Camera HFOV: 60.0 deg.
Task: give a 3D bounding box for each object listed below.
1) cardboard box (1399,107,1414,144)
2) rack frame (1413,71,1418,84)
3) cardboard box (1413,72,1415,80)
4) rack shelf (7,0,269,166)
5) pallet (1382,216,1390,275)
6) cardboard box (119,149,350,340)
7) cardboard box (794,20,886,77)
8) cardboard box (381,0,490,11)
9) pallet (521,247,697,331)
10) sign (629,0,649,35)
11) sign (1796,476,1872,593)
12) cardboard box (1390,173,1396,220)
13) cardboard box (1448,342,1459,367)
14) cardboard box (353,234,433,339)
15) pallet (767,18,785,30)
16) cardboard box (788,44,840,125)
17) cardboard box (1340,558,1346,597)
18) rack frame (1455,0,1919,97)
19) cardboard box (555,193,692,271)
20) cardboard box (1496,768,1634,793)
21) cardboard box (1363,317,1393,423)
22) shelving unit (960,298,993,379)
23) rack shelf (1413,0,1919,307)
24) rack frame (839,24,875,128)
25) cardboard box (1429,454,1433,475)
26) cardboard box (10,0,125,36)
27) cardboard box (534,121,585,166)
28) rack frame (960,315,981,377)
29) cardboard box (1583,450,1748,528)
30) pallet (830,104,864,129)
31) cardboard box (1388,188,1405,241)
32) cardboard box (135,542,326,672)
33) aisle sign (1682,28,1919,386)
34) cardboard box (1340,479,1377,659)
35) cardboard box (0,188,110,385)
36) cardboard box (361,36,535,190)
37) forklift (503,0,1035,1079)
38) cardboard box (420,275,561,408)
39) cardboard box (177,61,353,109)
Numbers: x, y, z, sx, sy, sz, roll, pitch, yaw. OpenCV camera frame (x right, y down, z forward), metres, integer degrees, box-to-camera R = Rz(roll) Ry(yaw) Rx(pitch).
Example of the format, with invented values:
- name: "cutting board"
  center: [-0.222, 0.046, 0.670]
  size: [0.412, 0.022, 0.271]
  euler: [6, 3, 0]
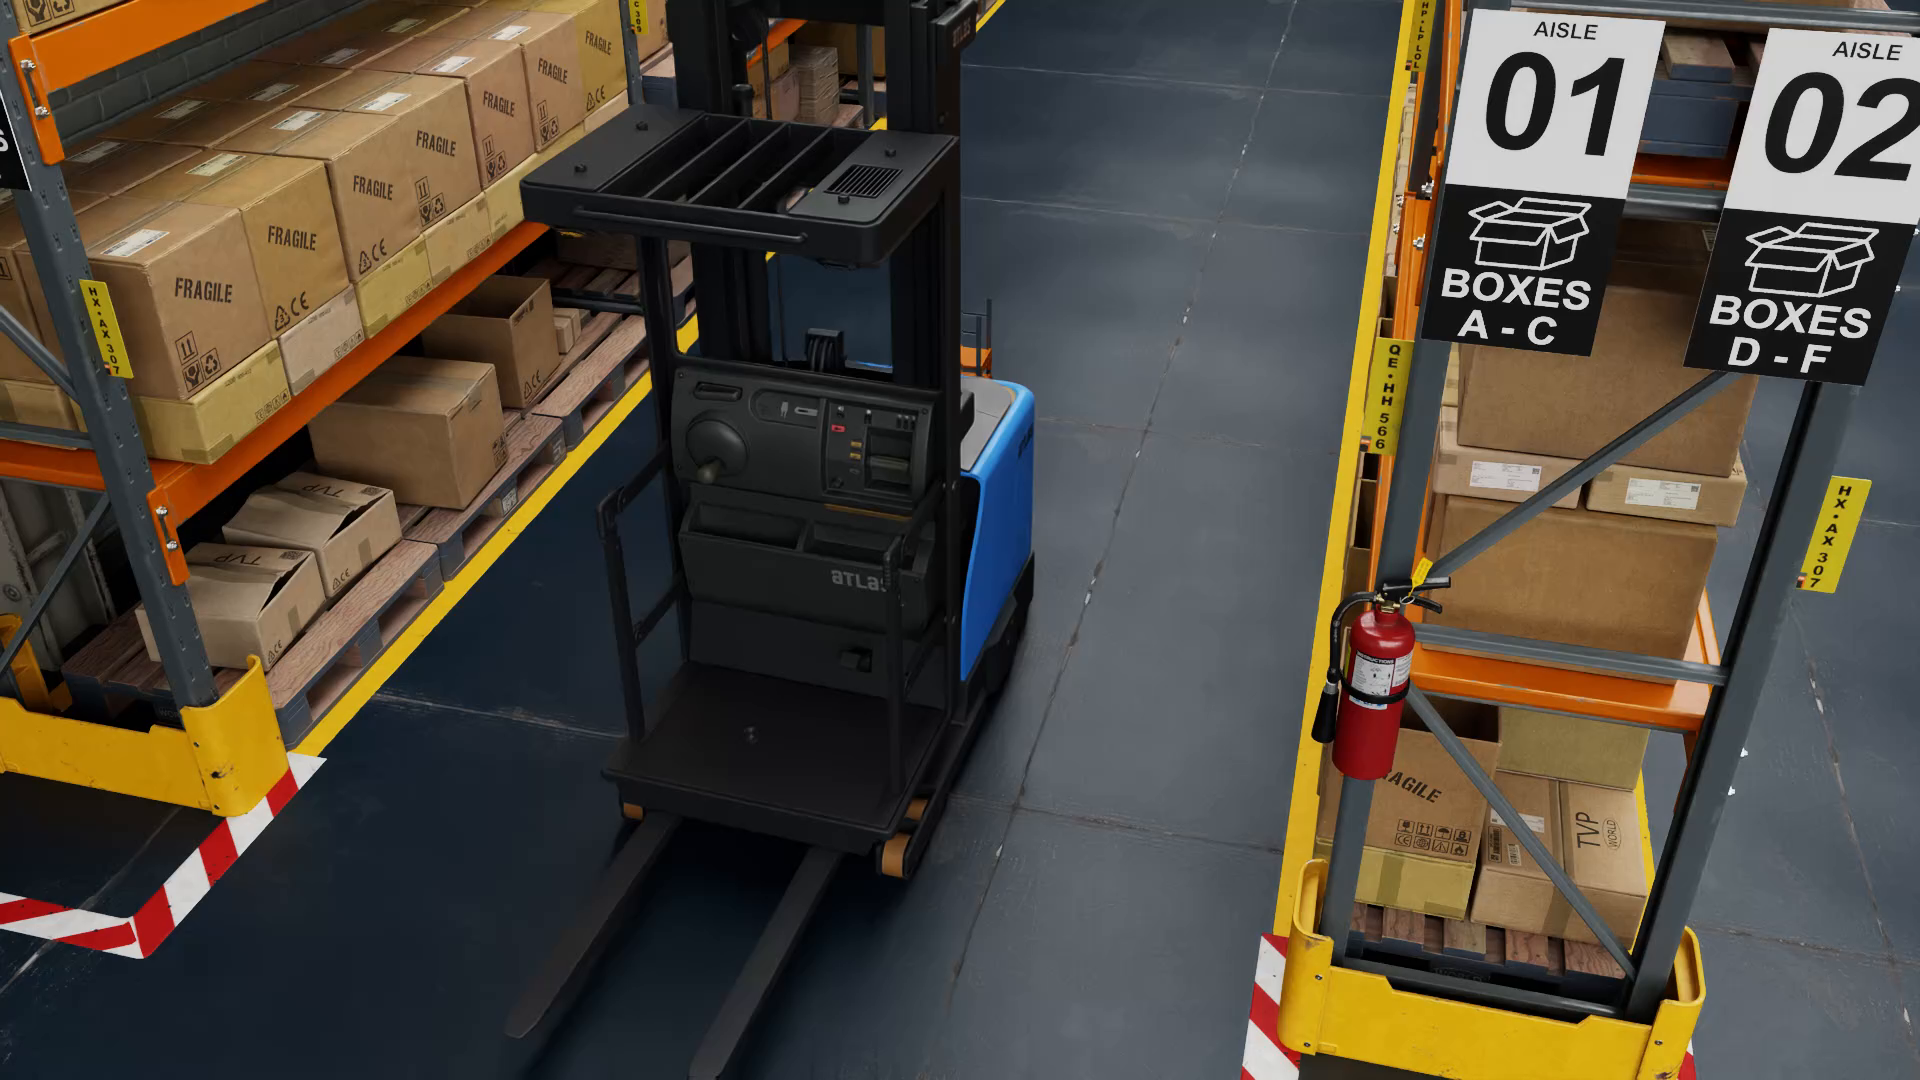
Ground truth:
- name: "cardboard box"
  center: [3.095, -2.591, 10.678]
  size: [0.500, 0.311, 0.500]
  euler: [7, 33, 11]
- name: "rack frame"
  center: [3.637, -3.843, 10.999]
  size: [1.000, 3.000, 0.127]
  euler: [8, 33, 12]
- name: "cardboard box"
  center: [3.648, -3.491, 12.365]
  size: [0.500, 0.500, 0.500]
  euler: [9, 34, 14]
- name: "rack shelf"
  center: [-2.678, -2.364, 6.547]
  size: [1.077, 0.370, 4.000]
  euler: [8, 33, 12]
- name: "pallet"
  center: [3.079, -1.613, 10.090]
  size: [1.003, 0.211, 1.213]
  euler: [8, 33, 12]
- name: "cardboard box"
  center: [-2.638, -1.087, 6.087]
  size: [0.500, 0.500, 0.500]
  euler: [8, 33, 13]
- name: "cardboard box"
  center: [-0.842, -4.149, 13.093]
  size: [0.750, 0.750, 0.750]
  euler: [8, 33, 12]
- name: "cardboard box"
  center: [-2.492, -2.486, 8.286]
  size: [0.500, 0.500, 0.500]
  euler: [7, 33, 11]
- name: "pallet"
  center: [-1.974, -1.667, 10.175]
  size: [1.003, 0.211, 1.213]
  euler: [8, 33, 12]
- name: "sign"
  center: [-1.643, -2.735, 8.449]
  size: [0.100, 0.325, 0.005]
  euler: [8, 33, 12]
- name: "sign"
  center: [2.142, -0.011, 4.091]
  size: [0.100, 0.325, 0.005]
  euler: [8, 33, 12]
- name: "cardboard box"
  center: [2.968, -2.096, 10.423]
  size: [0.500, 0.250, 0.500]
  euler: [7, 33, 11]
- name: "cardboard box"
  center: [1.650, -0.500, 5.043]
  size: [0.380, 0.149, 0.250]
  euler: [8, 33, 12]
- name: "cardboard box"
  center: [-2.501, -1.054, 6.733]
  size: [0.500, 0.250, 0.500]
  euler: [8, 33, 12]
- name: "pallet"
  center: [-1.618, -3.401, 10.483]
  size: [1.003, 0.211, 1.213]
  euler: [8, 33, 12]
- name: "cardboard box"
  center: [-1.287, -3.265, 12.010]
  size: [0.700, 0.500, 0.500]
  euler: [8, 33, 13]
- name: "cardboard box"
  center: [1.826, 0.193, 6.821]
  size: [0.500, 0.250, 0.500]
  euler: [8, 33, 12]
- name: "rack frame"
  center: [1.607, -2.223, 2.859]
  size: [1.000, 3.000, 0.127]
  euler: [8, 33, 12]
- name: "cardboard box"
  center: [-2.000, -1.955, 9.948]
  size: [0.700, 0.500, 0.500]
  euler: [9, 34, 14]
- name: "cardboard box"
  center: [2.082, 0.784, 5.893]
  size: [0.500, 0.250, 0.500]
  euler: [8, 33, 12]
- name: "cardboard box"
  center: [2.082, -0.642, 7.436]
  size: [0.500, 0.500, 0.500]
  euler: [8, 33, 12]
- name: "shelving unit"
  center: [-0.004, -0.499, 7.416]
  size: [0.258, 1.200, 0.189]
  euler: [8, 33, 12]
- name: "rack shelf"
  center: [2.115, -1.691, 5.489]
  size: [1.077, 0.370, 4.000]
  euler: [8, 33, 12]
- name: "rack frame"
  center: [-1.155, -4.515, 12.057]
  size: [1.000, 3.000, 0.127]
  euler: [8, 33, 12]
- name: "cardboard box"
  center: [1.998, -0.504, 5.654]
  size: [0.700, 0.500, 0.500]
  euler: [8, 33, 13]
- name: "cardboard box"
  center: [-2.859, -1.820, 4.909]
  size: [0.500, 0.500, 0.500]
  euler: [9, 34, 14]
- name: "cardboard box"
  center: [-2.132, -1.840, 7.970]
  size: [0.500, 0.250, 0.500]
  euler: [8, 33, 13]
- name: "rack frame"
  center: [-0.027, -0.451, 7.342]
  size: [0.240, 1.200, 0.006]
  euler: [8, 33, 12]
- name: "cardboard box"
  center: [1.915, -0.182, 4.542]
  size: [0.380, 0.149, 0.250]
  euler: [8, 33, 12]
- name: "pallet"
  center: [-1.355, -2.933, 12.167]
  size: [1.003, 0.211, 1.213]
  euler: [8, 33, 12]
- name: "cardboard box"
  center: [2.703, -1.799, 9.433]
  size: [0.500, 0.311, 0.500]
  euler: [8, 33, 12]
- name: "cardboard box"
  center: [-2.923, 0.238, 6.675]
  size: [0.500, 0.311, 0.500]
  euler: [4, 33, 7]
- name: "aisle sign"
  center: [1.887, -0.713, 3.652]
  size: [0.394, 0.787, 0.004]
  euler: [8, 33, 12]
- name: "cardboard box"
  center: [1.695, 0.136, 6.213]
  size: [0.500, 0.500, 0.500]
  euler: [8, 33, 12]
- name: "cardboard box"
  center: [-3.271, -0.899, 5.790]
  size: [0.500, 0.500, 0.500]
  euler: [8, 33, 12]
- name: "cardboard box"
  center: [-2.250, -1.894, 7.356]
  size: [0.500, 0.500, 0.500]
  euler: [7, 33, 11]
- name: "forklift"
  center: [-0.606, -0.285, 5.467]
  size: [1.130, 2.935, 3.031]
  euler: [9, 34, 15]
- name: "cardboard box"
  center: [-2.395, -1.026, 8.488]
  size: [0.500, 0.500, 0.500]
  euler: [6, 33, 9]
- name: "cardboard box"
  center: [-2.879, -1.689, 7.033]
  size: [0.500, 0.500, 0.500]
  euler: [8, 33, 13]
